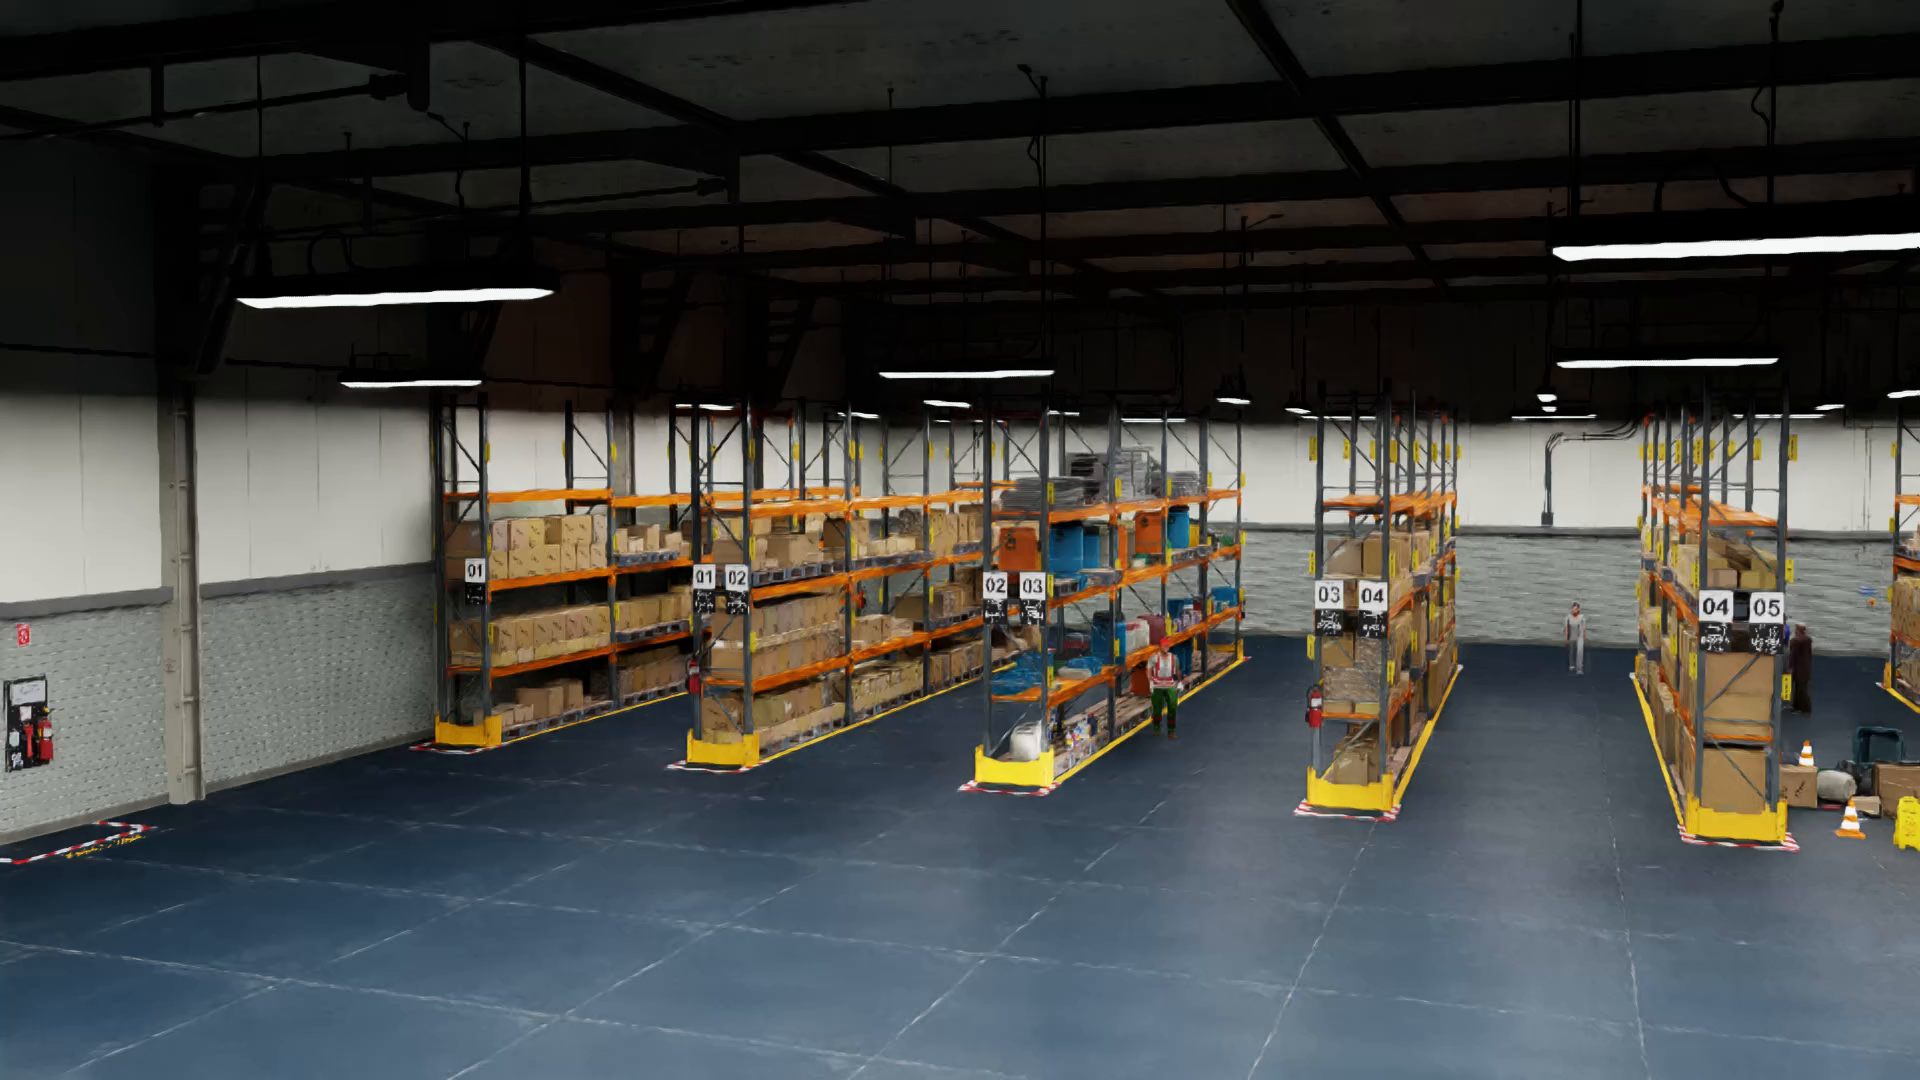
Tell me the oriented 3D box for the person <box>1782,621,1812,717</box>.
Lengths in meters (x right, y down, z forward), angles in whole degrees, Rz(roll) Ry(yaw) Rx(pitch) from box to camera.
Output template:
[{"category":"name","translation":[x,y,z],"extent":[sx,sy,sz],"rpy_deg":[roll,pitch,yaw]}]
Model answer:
[{"category":"person","translation":[15.847,2.420,31.454],"extent":[0.676,1.775,0.631],"rpy_deg":[-3,4,-41]}]

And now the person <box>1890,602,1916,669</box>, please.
[{"category":"person","translation":[21.012,2.155,37.060],"extent":[0.699,1.770,0.554],"rpy_deg":[0,3,-8]}]

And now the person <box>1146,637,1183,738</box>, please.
[{"category":"person","translation":[3.588,2.565,29.118],"extent":[0.682,1.749,0.669],"rpy_deg":[0,3,-1]}]

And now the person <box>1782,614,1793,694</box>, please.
[{"category":"person","translation":[16.925,2.342,34.290],"extent":[0.560,1.640,0.586],"rpy_deg":[3,4,42]}]

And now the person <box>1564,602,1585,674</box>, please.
[{"category":"person","translation":[13.843,2.197,37.456],"extent":[0.446,1.590,1.110],"rpy_deg":[1,3,22]}]
